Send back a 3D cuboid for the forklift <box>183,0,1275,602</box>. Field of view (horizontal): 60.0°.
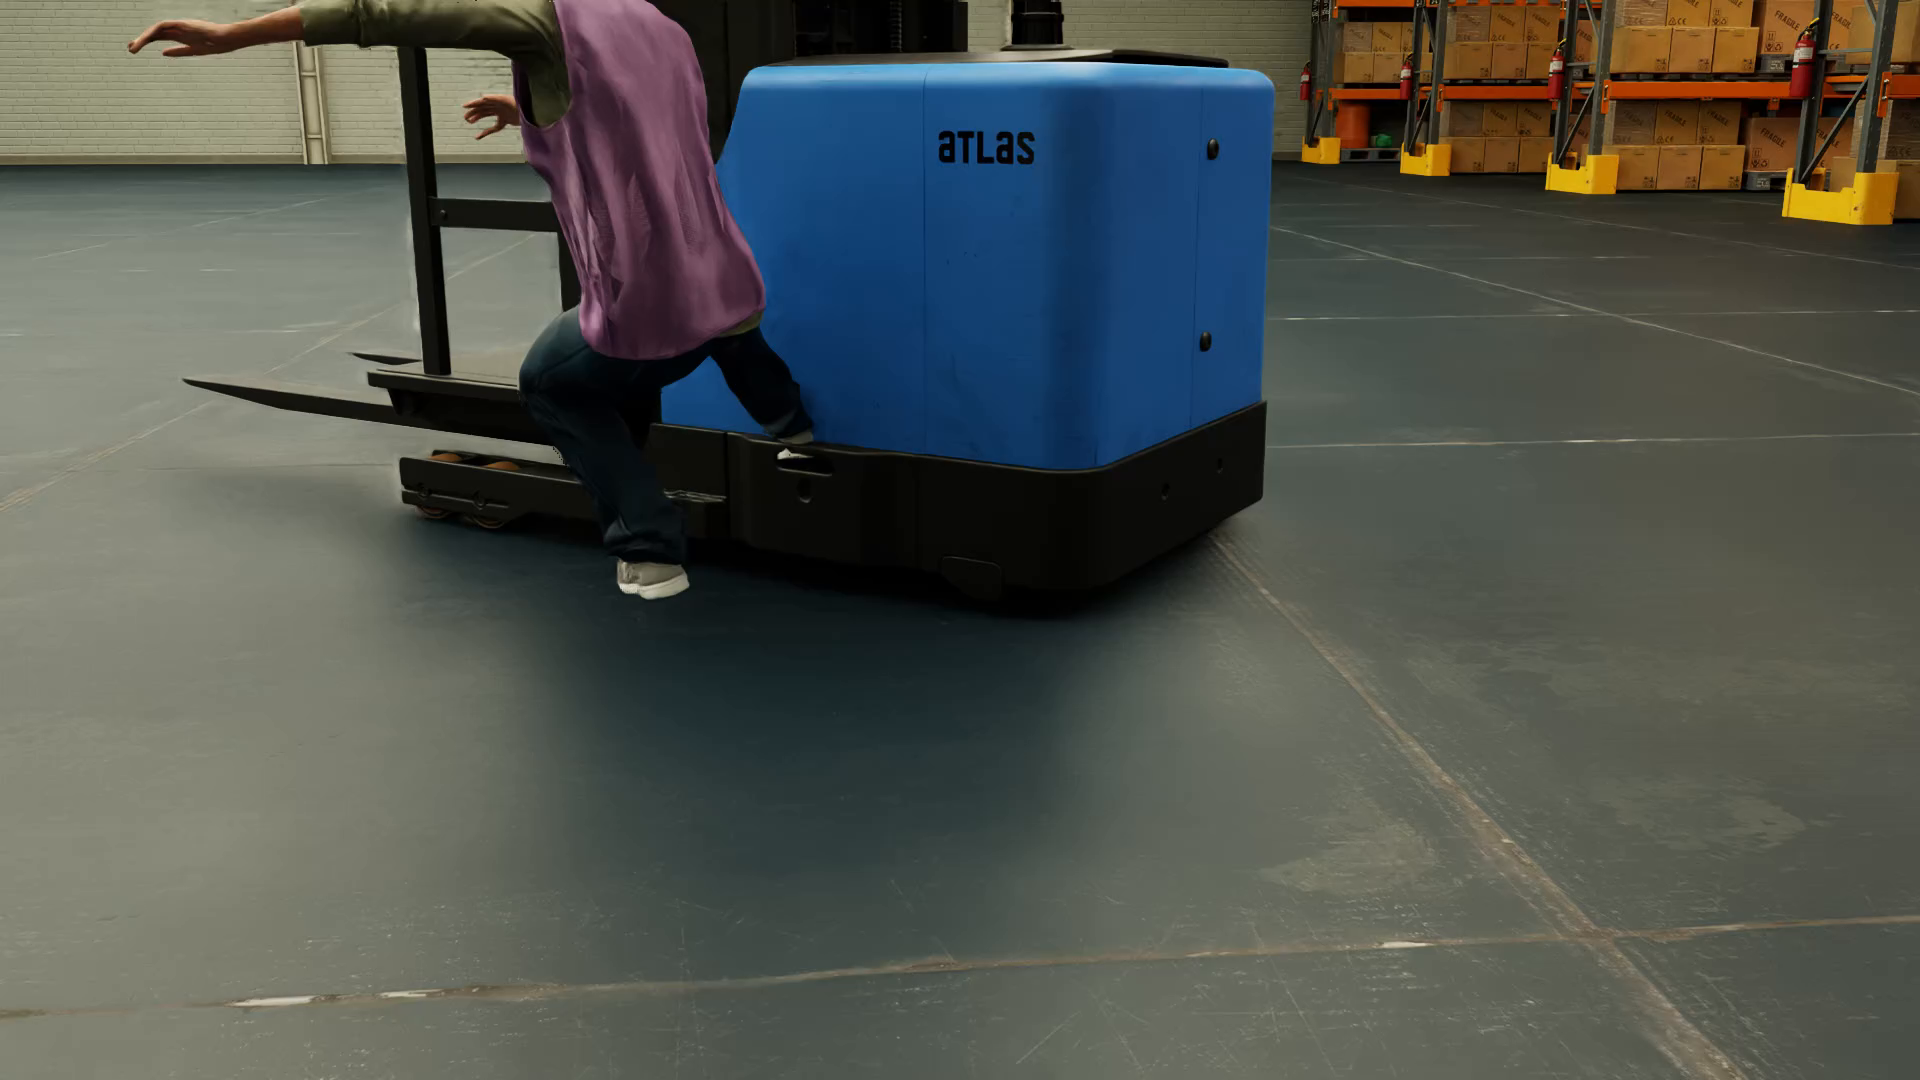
[{"bbox_3d":[-0.794,-1.547,4.057,3.031,2.935,1.130,9,17,30],"label":"forklift"}]

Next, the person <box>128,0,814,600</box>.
[{"bbox_3d":[-0.711,-0.496,3.028,0.734,1.269,1.413,11,18,35],"label":"person"}]
